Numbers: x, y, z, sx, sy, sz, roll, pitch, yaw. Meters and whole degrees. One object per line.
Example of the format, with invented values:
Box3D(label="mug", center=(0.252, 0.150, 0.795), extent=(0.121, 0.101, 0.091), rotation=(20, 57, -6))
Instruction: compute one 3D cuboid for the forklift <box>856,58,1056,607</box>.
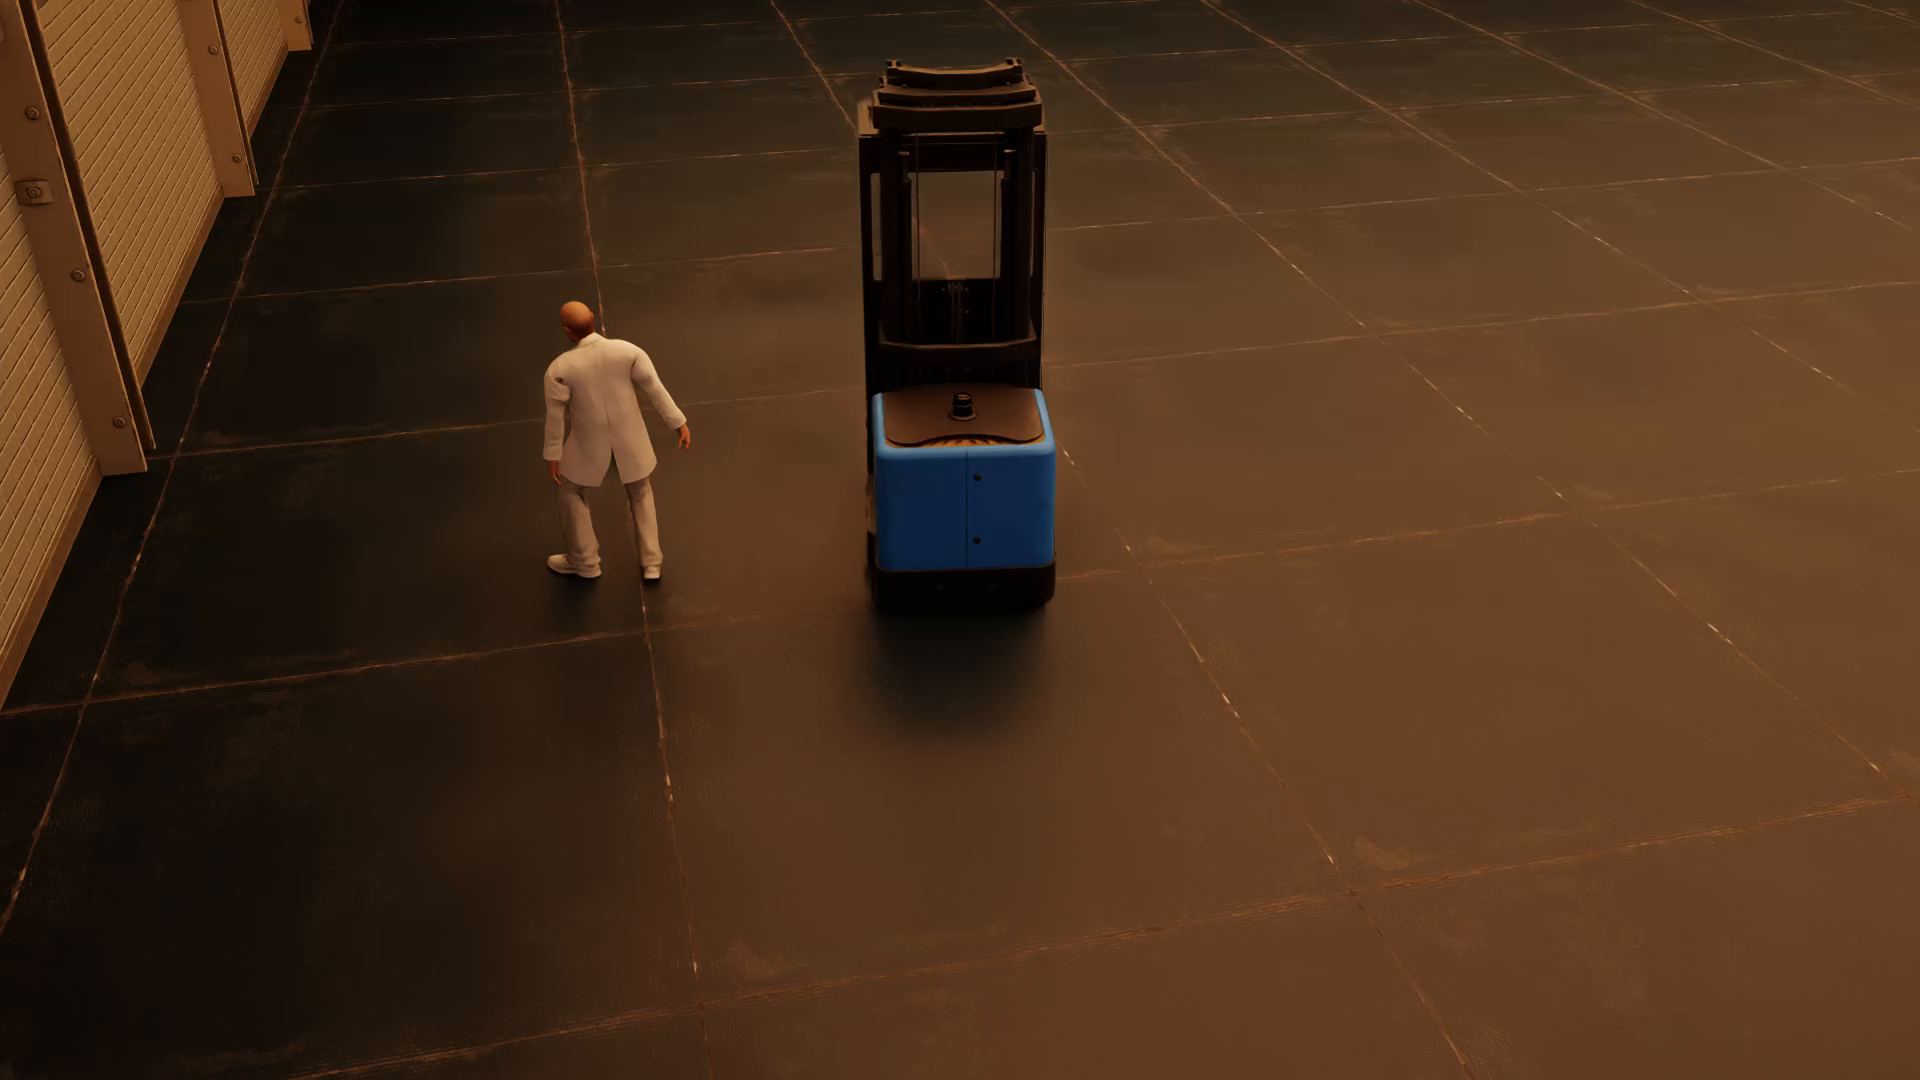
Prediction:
Box3D(label="forklift", center=(-0.062, -1.585, 10.313), extent=(1.130, 2.935, 3.031), rotation=(-2, 30, -3))

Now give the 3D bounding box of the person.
Box3D(label="person", center=(-2.056, -0.561, 9.815), extent=(0.919, 1.760, 0.551), rotation=(-9, 31, -15))
